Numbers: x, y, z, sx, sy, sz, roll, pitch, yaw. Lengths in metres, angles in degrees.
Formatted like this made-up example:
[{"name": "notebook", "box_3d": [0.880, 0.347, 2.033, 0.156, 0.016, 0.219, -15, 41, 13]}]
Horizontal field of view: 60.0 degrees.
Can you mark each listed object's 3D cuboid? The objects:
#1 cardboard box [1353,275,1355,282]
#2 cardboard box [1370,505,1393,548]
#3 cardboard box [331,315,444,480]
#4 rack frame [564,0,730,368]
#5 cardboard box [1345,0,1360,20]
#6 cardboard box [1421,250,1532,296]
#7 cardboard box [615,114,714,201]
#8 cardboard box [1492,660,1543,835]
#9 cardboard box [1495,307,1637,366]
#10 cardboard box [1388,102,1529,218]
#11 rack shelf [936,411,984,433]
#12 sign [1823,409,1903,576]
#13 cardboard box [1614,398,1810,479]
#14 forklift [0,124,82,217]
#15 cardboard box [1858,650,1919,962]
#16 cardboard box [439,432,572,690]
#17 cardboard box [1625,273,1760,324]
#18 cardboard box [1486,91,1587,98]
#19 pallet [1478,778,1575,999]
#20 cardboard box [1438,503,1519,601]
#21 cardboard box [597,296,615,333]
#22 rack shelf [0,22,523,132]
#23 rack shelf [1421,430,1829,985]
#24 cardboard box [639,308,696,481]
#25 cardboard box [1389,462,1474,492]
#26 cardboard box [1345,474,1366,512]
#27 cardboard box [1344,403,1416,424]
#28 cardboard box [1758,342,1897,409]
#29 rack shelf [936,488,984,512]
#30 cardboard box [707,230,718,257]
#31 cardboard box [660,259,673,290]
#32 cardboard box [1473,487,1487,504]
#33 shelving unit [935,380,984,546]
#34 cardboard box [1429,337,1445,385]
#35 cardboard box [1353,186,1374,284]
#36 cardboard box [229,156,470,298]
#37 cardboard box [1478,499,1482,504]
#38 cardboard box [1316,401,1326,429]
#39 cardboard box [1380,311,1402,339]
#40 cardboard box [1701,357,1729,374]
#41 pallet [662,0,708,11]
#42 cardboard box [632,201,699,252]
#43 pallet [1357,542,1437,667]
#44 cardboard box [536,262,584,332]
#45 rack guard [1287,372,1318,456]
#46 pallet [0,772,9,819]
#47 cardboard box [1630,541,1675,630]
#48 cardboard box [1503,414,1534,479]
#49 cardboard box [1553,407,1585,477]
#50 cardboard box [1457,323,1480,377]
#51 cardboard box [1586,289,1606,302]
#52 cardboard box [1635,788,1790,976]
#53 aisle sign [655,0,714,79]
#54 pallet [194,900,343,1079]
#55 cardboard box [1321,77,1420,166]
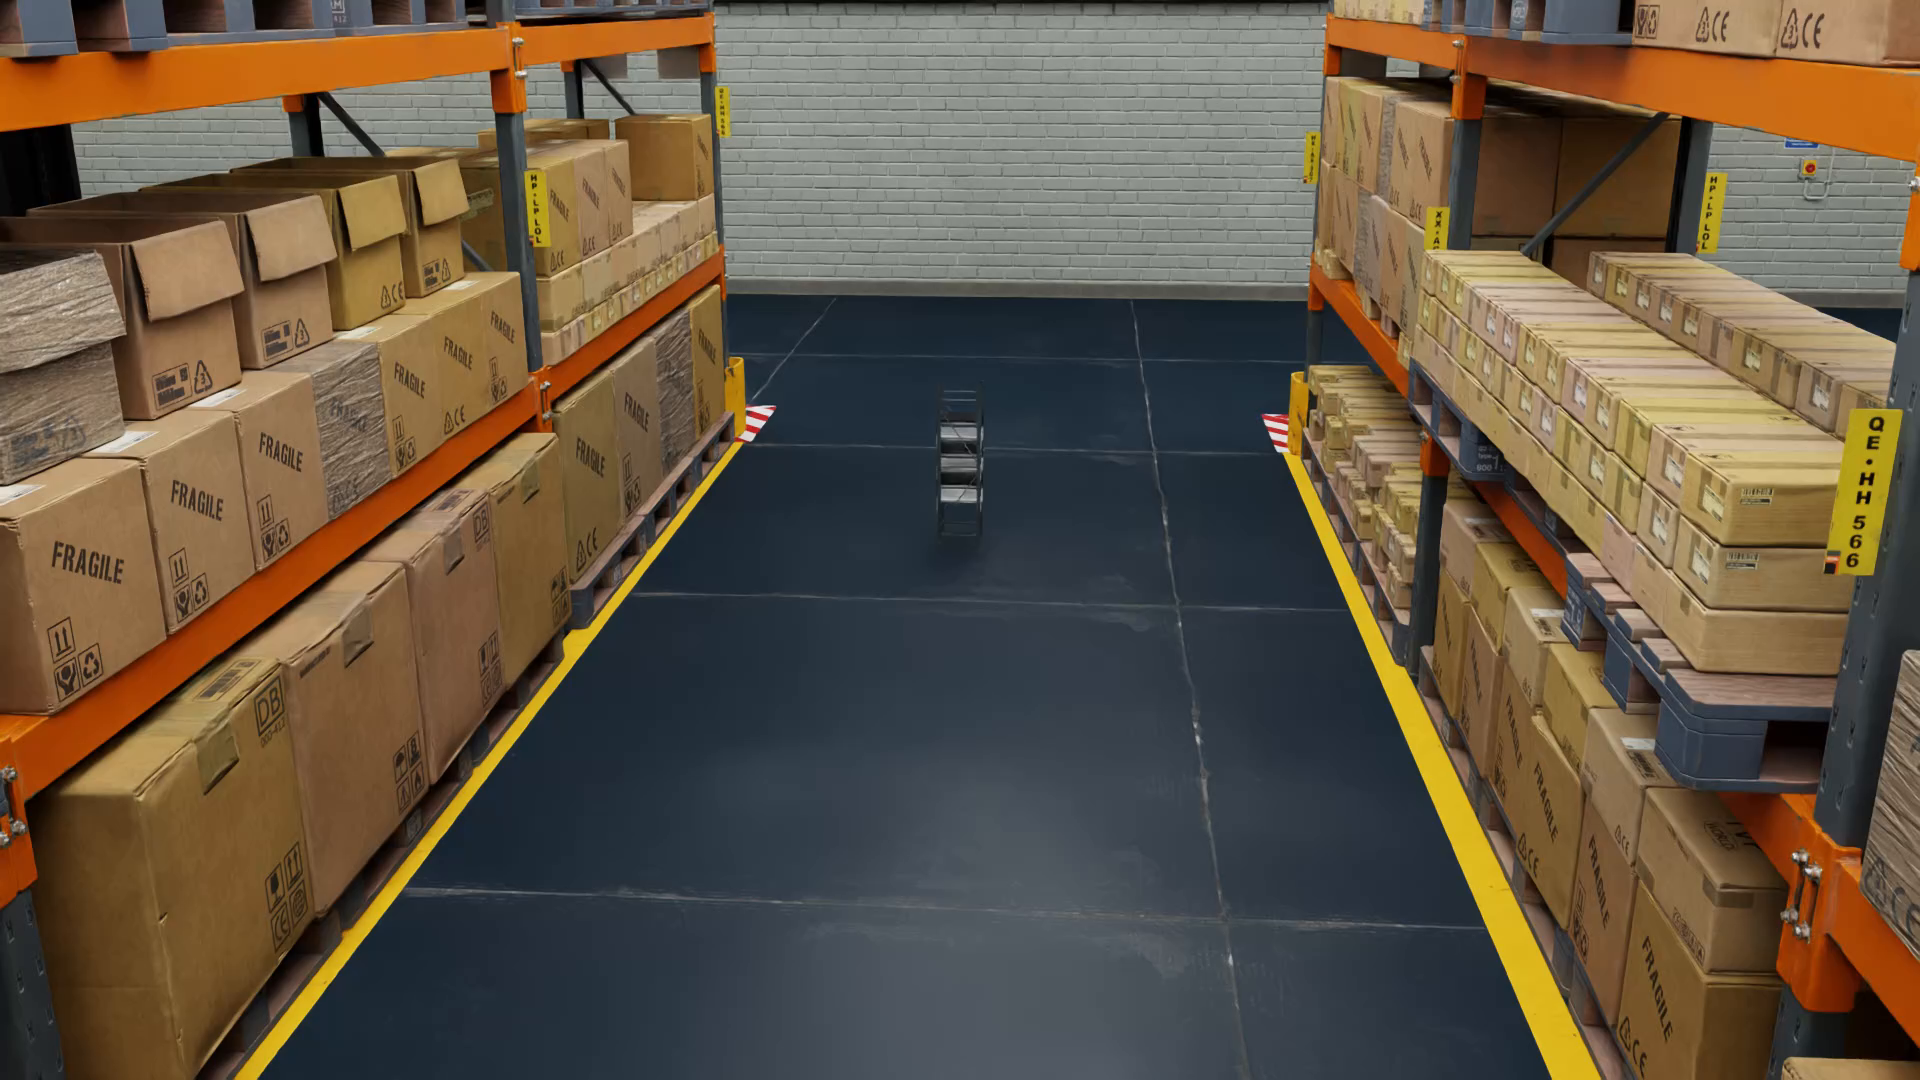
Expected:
[{"name": "cardboard box", "box_3d": [2.542, -1.592, 9.869, 0.380, 0.149, 0.250, 2, 18, 6]}, {"name": "cardboard box", "box_3d": [2.251, -0.068, 8.238, 0.380, 0.149, 0.250, 1, 18, 2]}, {"name": "cardboard box", "box_3d": [-2.237, -0.531, 6.065, 0.500, 0.500, 0.500, 1, 18, 3]}, {"name": "rack frame", "box_3d": [-2.116, -2.193, 11.298, 1.000, 3.000, 0.127, 1, 18, 4]}, {"name": "cardboard box", "box_3d": [2.495, -3.108, 9.514, 0.500, 0.250, 0.500, 2, 18, 6]}, {"name": "cardboard box", "box_3d": [2.050, -1.059, 6.612, 0.380, 0.149, 0.250, 2, 18, 7]}, {"name": "cardboard box", "box_3d": [-1.889, -2.462, 10.679, 0.500, 0.500, 0.500, 2, 18, 5]}, {"name": "cardboard box", "box_3d": [2.159, 0.731, 5.716, 0.500, 0.500, 0.500, 2, 18, 5]}, {"name": "cardboard box", "box_3d": [1.958, -0.658, 5.387, 0.380, 0.149, 0.250, 2, 18, 6]}, {"name": "cardboard box", "box_3d": [2.333, -1.785, 7.810, 0.500, 0.500, 0.500, 1, 18, 2]}, {"name": "rack shelf", "box_3d": [0.001, -0.655, 9.217, 0.258, 0.077, 0.200, 1, 18, 4]}, {"name": "sign", "box_3d": [1.708, -0.088, 3.142, 0.100, 0.325, 0.005, 1, 18, 4]}, {"name": "cardboard box", "box_3d": [1.867, -0.251, 4.145, 0.380, 0.149, 0.250, 2, 18, 6]}, {"name": "forklift", "box_3d": [-5.546, -1.375, 8.911, 3.031, 2.935, 1.130, 0, 18, -1]}, {"name": "cardboard box", "box_3d": [1.949, 0.520, 2.859, 0.500, 0.500, 0.500, 1, 18, 5]}, {"name": "cardboard box", "box_3d": [-2.429, 0.059, 7.164, 1.225, 0.875, 0.875, 1, 18, 4]}, {"name": "cardboard box", "box_3d": [2.664, -0.879, 6.061, 0.380, 0.149, 0.250, 1, 18, 2]}, {"name": "cardboard box", "box_3d": [2.940, -2.084, 8.721, 0.500, 0.500, 0.500, 1, 18, 2]}, {"name": "pallet", "box_3d": [2.398, 1.138, 5.610, 1.003, 0.211, 1.213, 1, 18, 4]}, {"name": "cardboard box", "box_3d": [2.221, 0.047, 6.598, 0.500, 0.250, 0.500, 0, 18, 1]}, {"name": "cardboard box", "box_3d": [-1.996, -1.161, 8.552, 0.380, 0.149, 0.250, 1, 18, 2]}, {"name": "rack shelf", "box_3d": [-2.546, -1.413, 5.256, 1.077, 0.370, 4.000, 1, 18, 4]}, {"name": "rack shelf", "box_3d": [2.394, 0.154, 5.290, 1.077, 0.370, 4.000, 1, 18, 4]}, {"name": "cardboard box", "box_3d": [-2.147, -0.900, 10.089, 0.875, 0.875, 0.875, 1, 18, 4]}, {"name": "cardboard box", "box_3d": [2.389, -0.289, 8.436, 0.380, 0.149, 0.250, 2, 18, 6]}, {"name": "cardboard box", "box_3d": [2.369, -0.259, 9.301, 0.380, 0.149, 0.250, 1, 18, 4]}, {"name": "cardboard box", "box_3d": [2.437, -0.695, 9.675, 0.380, 0.149, 0.250, 2, 18, 6]}, {"name": "cardboard box", "box_3d": [2.569, -0.477, 4.834, 0.380, 0.149, 0.250, 2, 18, 6]}, {"name": "rack shelf", "box_3d": [0.001, -0.227, 9.357, 0.258, 0.077, 0.200, 1, 18, 4]}, {"name": "cardboard box", "box_3d": [-1.813, -1.956, 10.978, 0.380, 0.149, 0.250, 2, 18, 5]}, {"name": "cardboard box", "box_3d": [-1.903, -1.558, 9.764, 0.380, 0.149, 0.250, 1, 18, 4]}, {"name": "cardboard box", "box_3d": [2.812, -0.284, 8.420, 0.380, 0.149, 0.250, 1, 18, 2]}, {"name": "shelving unit", "box_3d": [0.001, -0.430, 9.291, 0.258, 0.900, 0.210, 1, 18, 4]}, {"name": "cardboard box", "box_3d": [2.036, -0.690, 6.442, 0.380, 0.149, 0.250, 2, 18, 5]}, {"name": "cardboard box", "box_3d": [2.425, -1.629, 8.940, 0.500, 0.500, 0.500, 1, 18, 2]}, {"name": "cardboard box", "box_3d": [-2.440, -1.276, 6.729, 0.797, 0.503, 0.637, 1, 18, 2]}, {"name": "cardboard box", "box_3d": [2.815, -0.141, 8.462, 0.380, 0.149, 0.250, 0, 18, 1]}, {"name": "cardboard box", "box_3d": [2.454, -0.796, 10.462, 0.380, 0.149, 0.250, 1, 18, 4]}, {"name": "cardboard box", "box_3d": [2.345, -1.112, 8.402, 0.380, 0.149, 0.250, 1, 18, 2]}, {"name": "cardboard box", "box_3d": [2.615, -0.493, 5.360, 0.380, 0.149, 0.250, 1, 18, 4]}, {"name": "pallet", "box_3d": [-2.159, -3.346, 10.141, 1.003, 0.211, 1.213, 1, 18, 4]}, {"name": "cardboard box", "box_3d": [-1.923, -1.949, 10.317, 0.500, 0.250, 0.500, 1, 18, 3]}, {"name": "pallet", "box_3d": [2.550, 0.307, 8.147, 1.003, 0.211, 1.213, 1, 18, 4]}, {"name": "cardboard box", "box_3d": [-2.108, -1.161, 7.912, 0.500, 0.250, 0.500, 1, 18, 3]}, {"name": "rack guard", "box_3d": [2.818, -0.839, 11.182, 1.175, 0.500, 0.348, 1, 18, 4]}, {"name": "pallet", "box_3d": [-2.634, 0.607, 3.063, 1.213, 0.211, 1.003, 1, 18, 4]}, {"name": "cardboard box", "box_3d": [1.847, 0.113, 3.990, 0.380, 0.149, 0.250, 1, 18, 4]}, {"name": "cardboard box", "box_3d": [1.941, -0.293, 5.228, 0.380, 0.149, 0.250, 0, 18, 1]}, {"name": "cardboard box", "box_3d": [1.904, -0.271, 4.684, 0.380, 0.149, 0.250, 1, 18, 4]}, {"name": "cardboard box", "box_3d": [1.997, -0.677, 5.922, 0.380, 0.149, 0.250, 1, 18, 2]}, {"name": "cardboard box", "box_3d": [2.705, -0.902, 6.610, 0.380, 0.149, 0.250, 2, 18, 6]}, {"name": "cardboard box", "box_3d": [2.038, 0.847, 4.155, 0.500, 0.250, 0.500, 1, 18, 3]}, {"name": "aisle sign", "box_3d": [-1.812, -3.444, 10.941, 0.394, 0.787, 0.004, 1, 18, 4]}, {"name": "pallet", "box_3d": [-2.558, 1.374, 4.892, 1.003, 0.211, 1.213, 1, 18, 4]}, {"name": "cardboard box", "box_3d": [2.527, -2.581, 10.240, 0.500, 0.500, 0.500, 1, 18, 4]}]
